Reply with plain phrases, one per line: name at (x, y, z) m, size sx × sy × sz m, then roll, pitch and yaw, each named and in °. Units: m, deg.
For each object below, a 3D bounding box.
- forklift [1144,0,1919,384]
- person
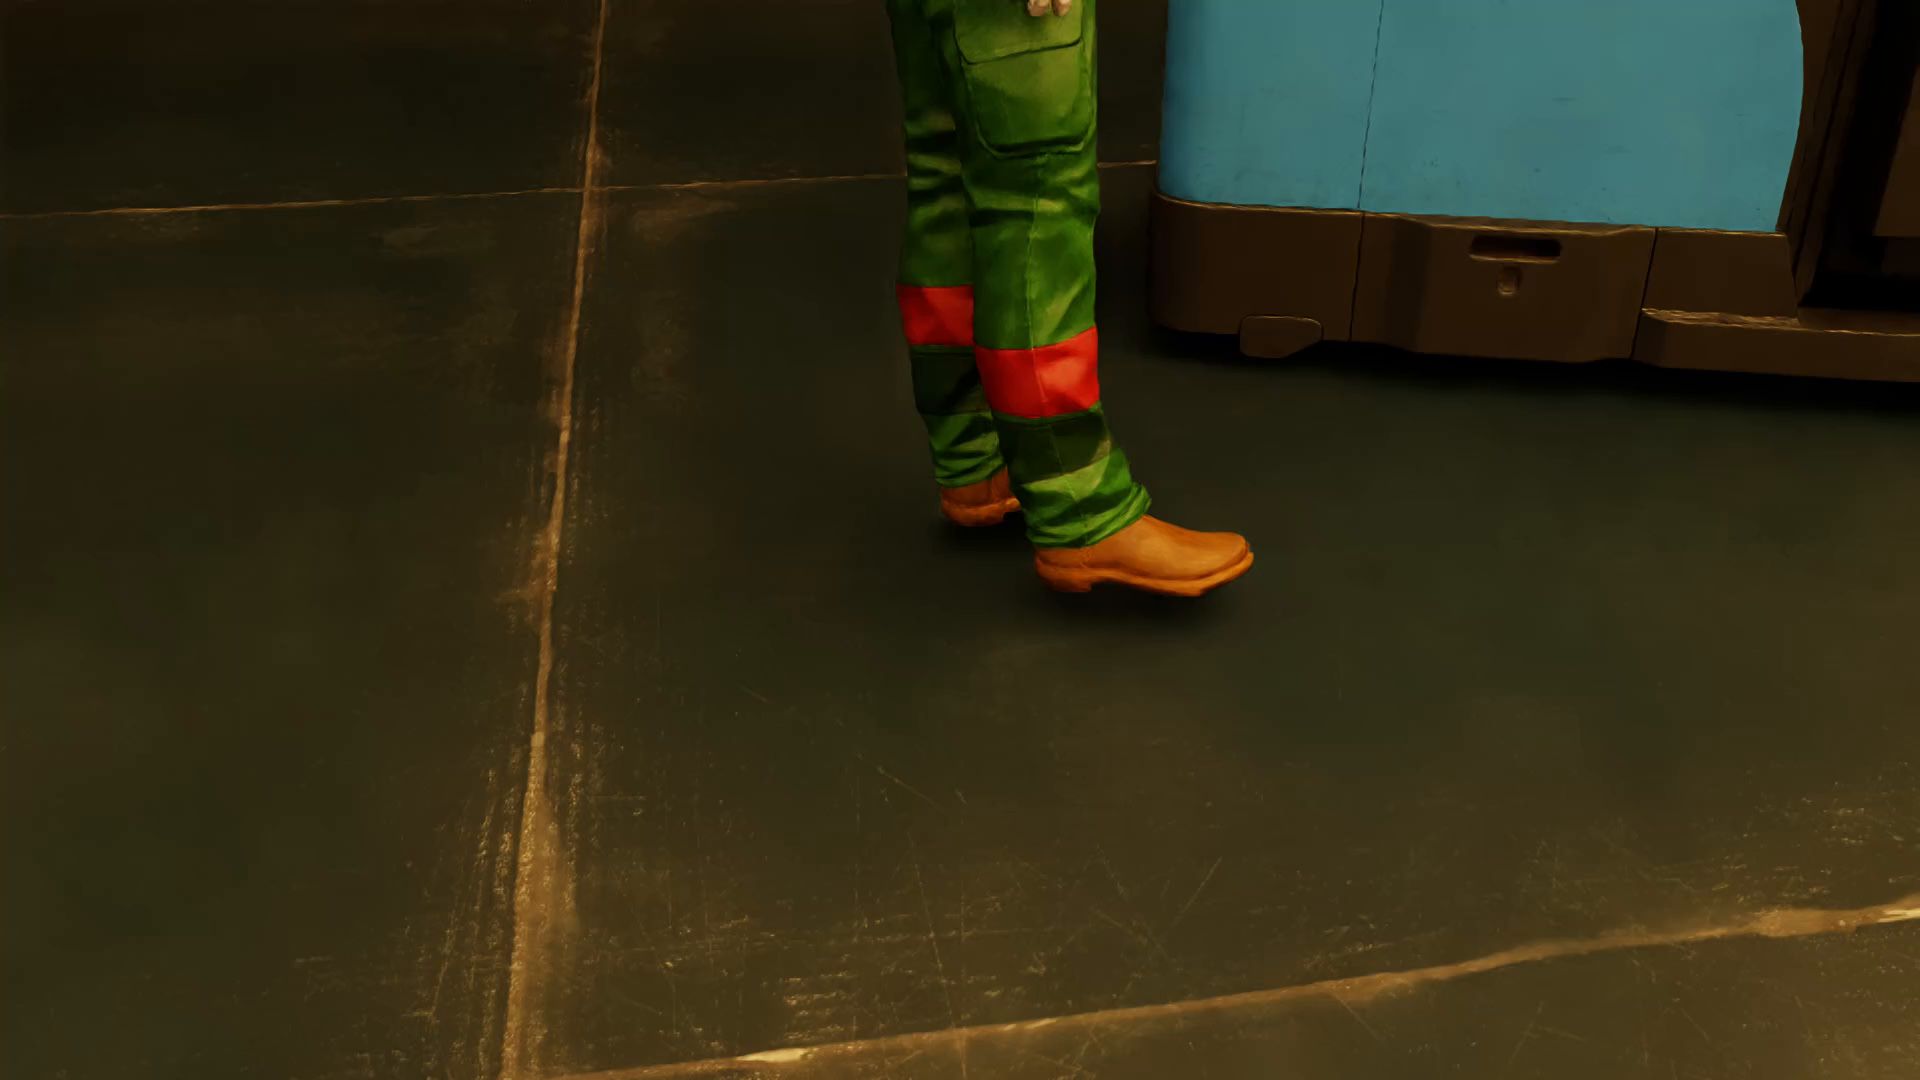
forklift at (1.917, -1.738, 2.649) m, size 3.031 × 2.935 × 1.130 m, roll 5°, pitch 28°, yaw 9°
person at (0.083, -0.835, 2.067) m, size 0.556 × 1.787 × 0.635 m, roll -5°, pitch 28°, yaw -9°
